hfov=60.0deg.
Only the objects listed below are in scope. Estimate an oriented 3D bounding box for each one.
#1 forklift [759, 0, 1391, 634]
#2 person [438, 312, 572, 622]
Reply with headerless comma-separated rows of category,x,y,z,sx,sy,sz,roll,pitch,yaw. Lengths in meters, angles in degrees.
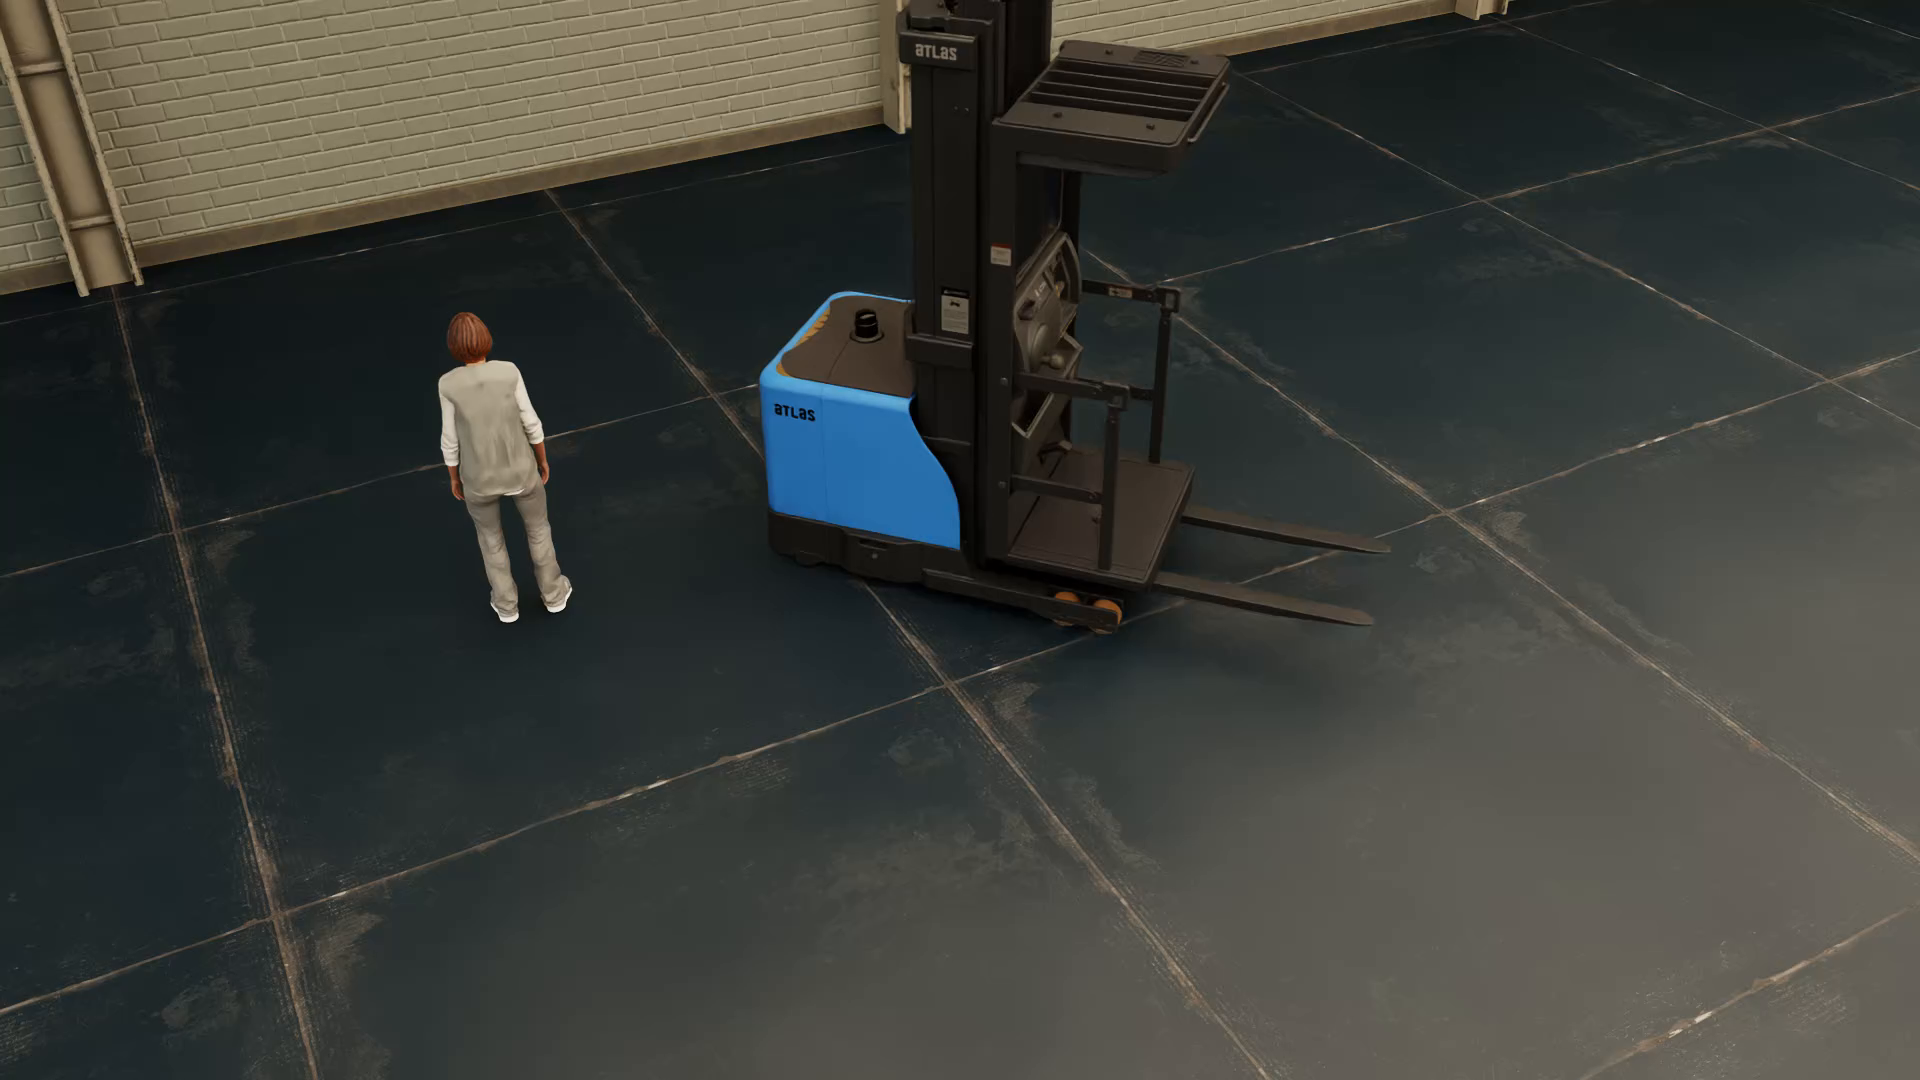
forklift,0.593,-1.089,7.663,3.031,2.935,1.130,11,37,16
person,-2.134,-0.308,7.720,0.472,1.592,0.348,-11,37,-15
